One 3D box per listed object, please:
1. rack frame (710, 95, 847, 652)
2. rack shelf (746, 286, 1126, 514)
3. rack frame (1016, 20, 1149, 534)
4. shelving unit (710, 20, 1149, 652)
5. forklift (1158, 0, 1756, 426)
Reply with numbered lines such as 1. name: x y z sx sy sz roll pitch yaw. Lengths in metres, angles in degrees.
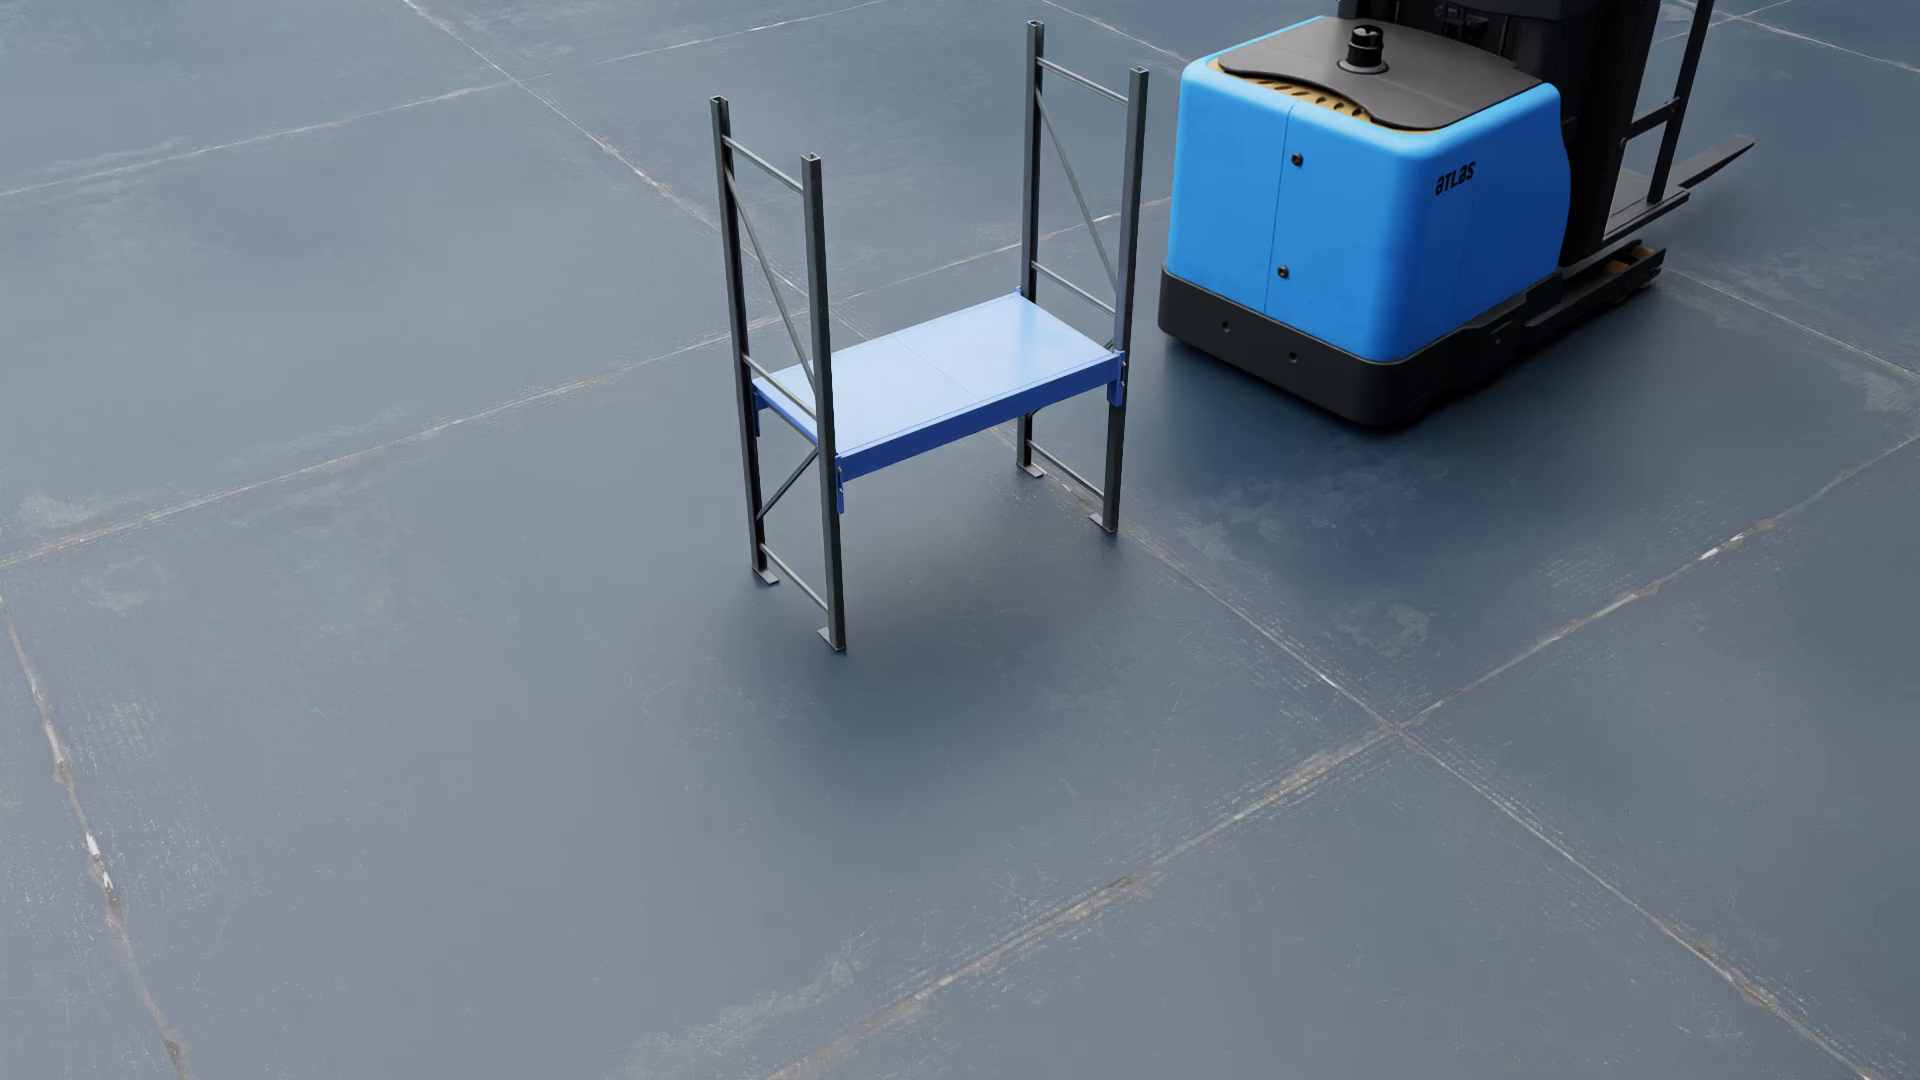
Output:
1. rack frame: -0.485 -0.409 4.534 0.032 1.500 0.500 -22 41 -28
2. rack shelf: -0.070 -0.434 4.877 1.000 0.185 0.538 -22 41 -28
3. rack frame: 0.346 -0.751 5.010 0.032 1.500 0.500 -22 41 -28
4. shelving unit: -0.070 -0.580 4.772 1.048 1.500 0.538 -22 41 -28
5. forklift: 2.168 -2.320 5.965 3.031 2.935 1.130 -28 44 -33
